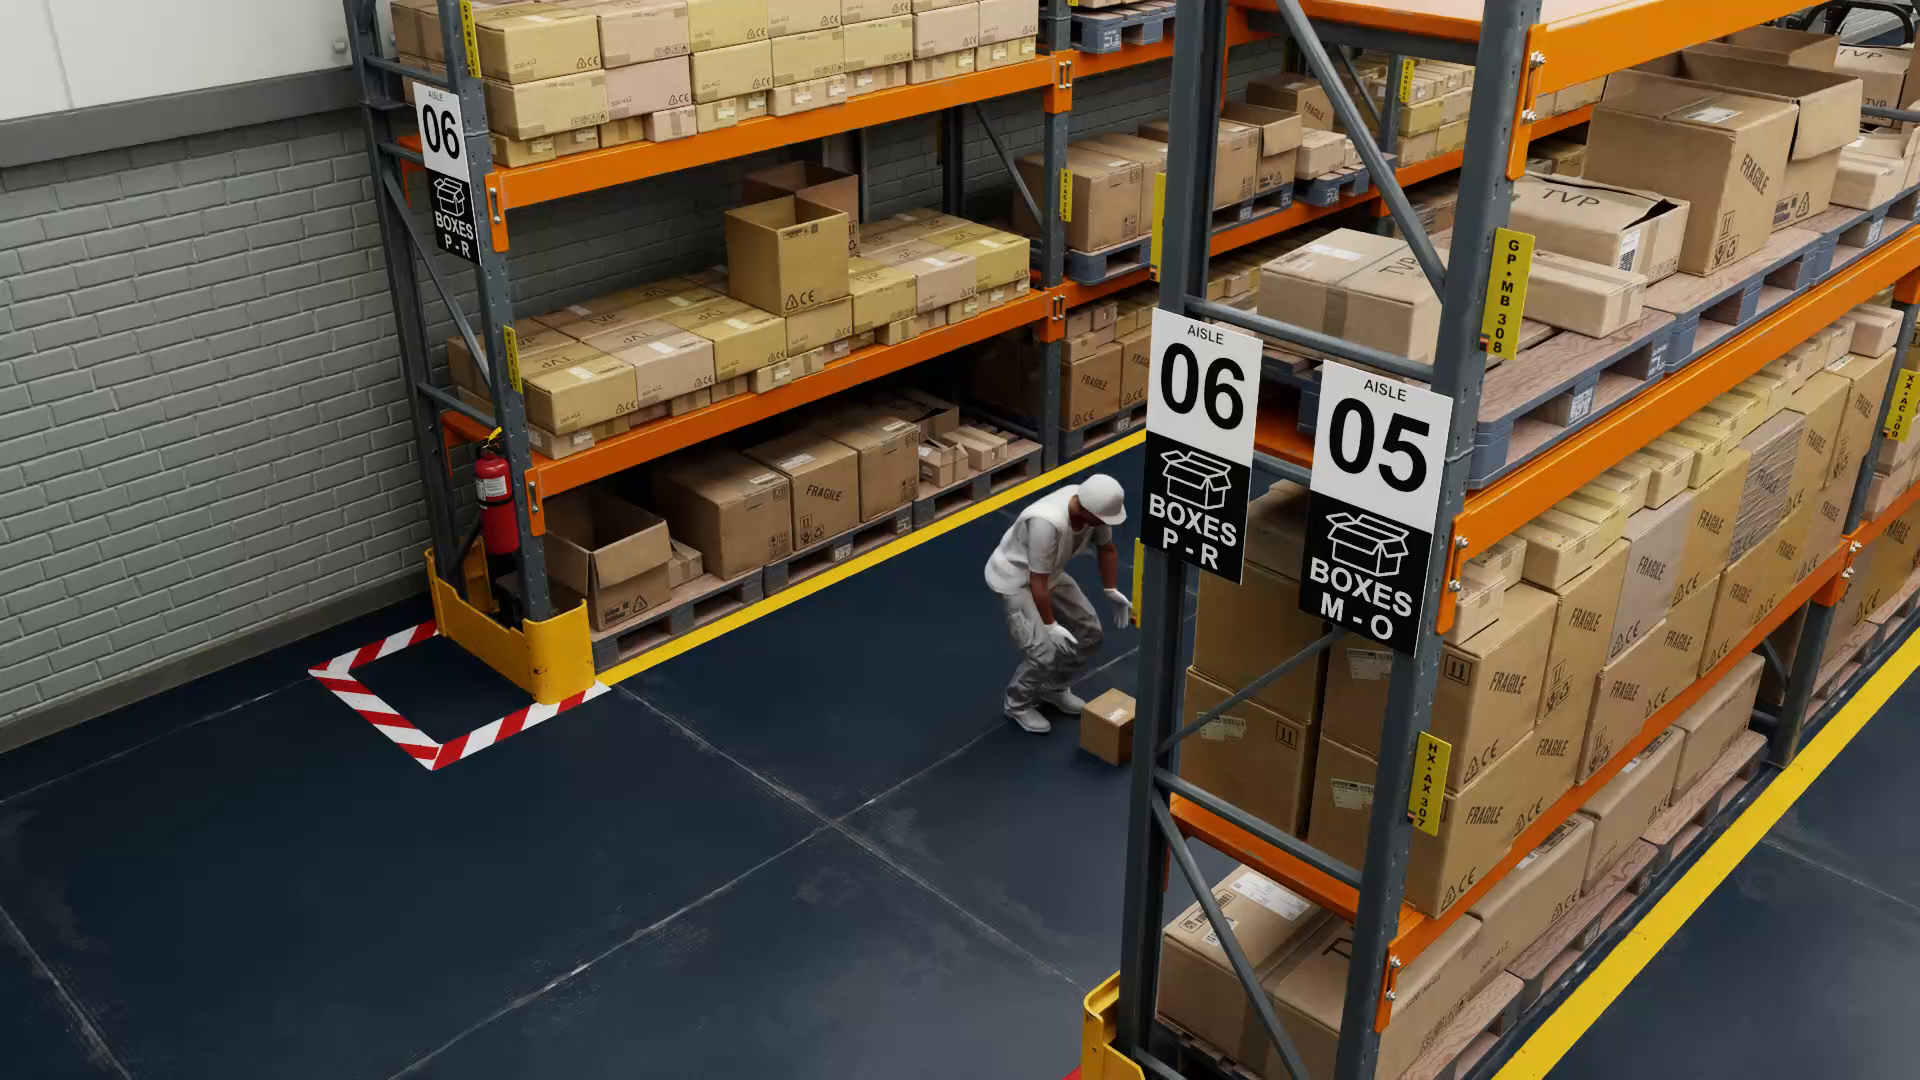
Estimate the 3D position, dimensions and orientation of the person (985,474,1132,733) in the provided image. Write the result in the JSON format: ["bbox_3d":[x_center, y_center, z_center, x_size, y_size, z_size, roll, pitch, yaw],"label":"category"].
[{"bbox_3d":[0.504,0.261,8.438,0.737,1.469,0.611,25,36,39],"label":"person"}]
